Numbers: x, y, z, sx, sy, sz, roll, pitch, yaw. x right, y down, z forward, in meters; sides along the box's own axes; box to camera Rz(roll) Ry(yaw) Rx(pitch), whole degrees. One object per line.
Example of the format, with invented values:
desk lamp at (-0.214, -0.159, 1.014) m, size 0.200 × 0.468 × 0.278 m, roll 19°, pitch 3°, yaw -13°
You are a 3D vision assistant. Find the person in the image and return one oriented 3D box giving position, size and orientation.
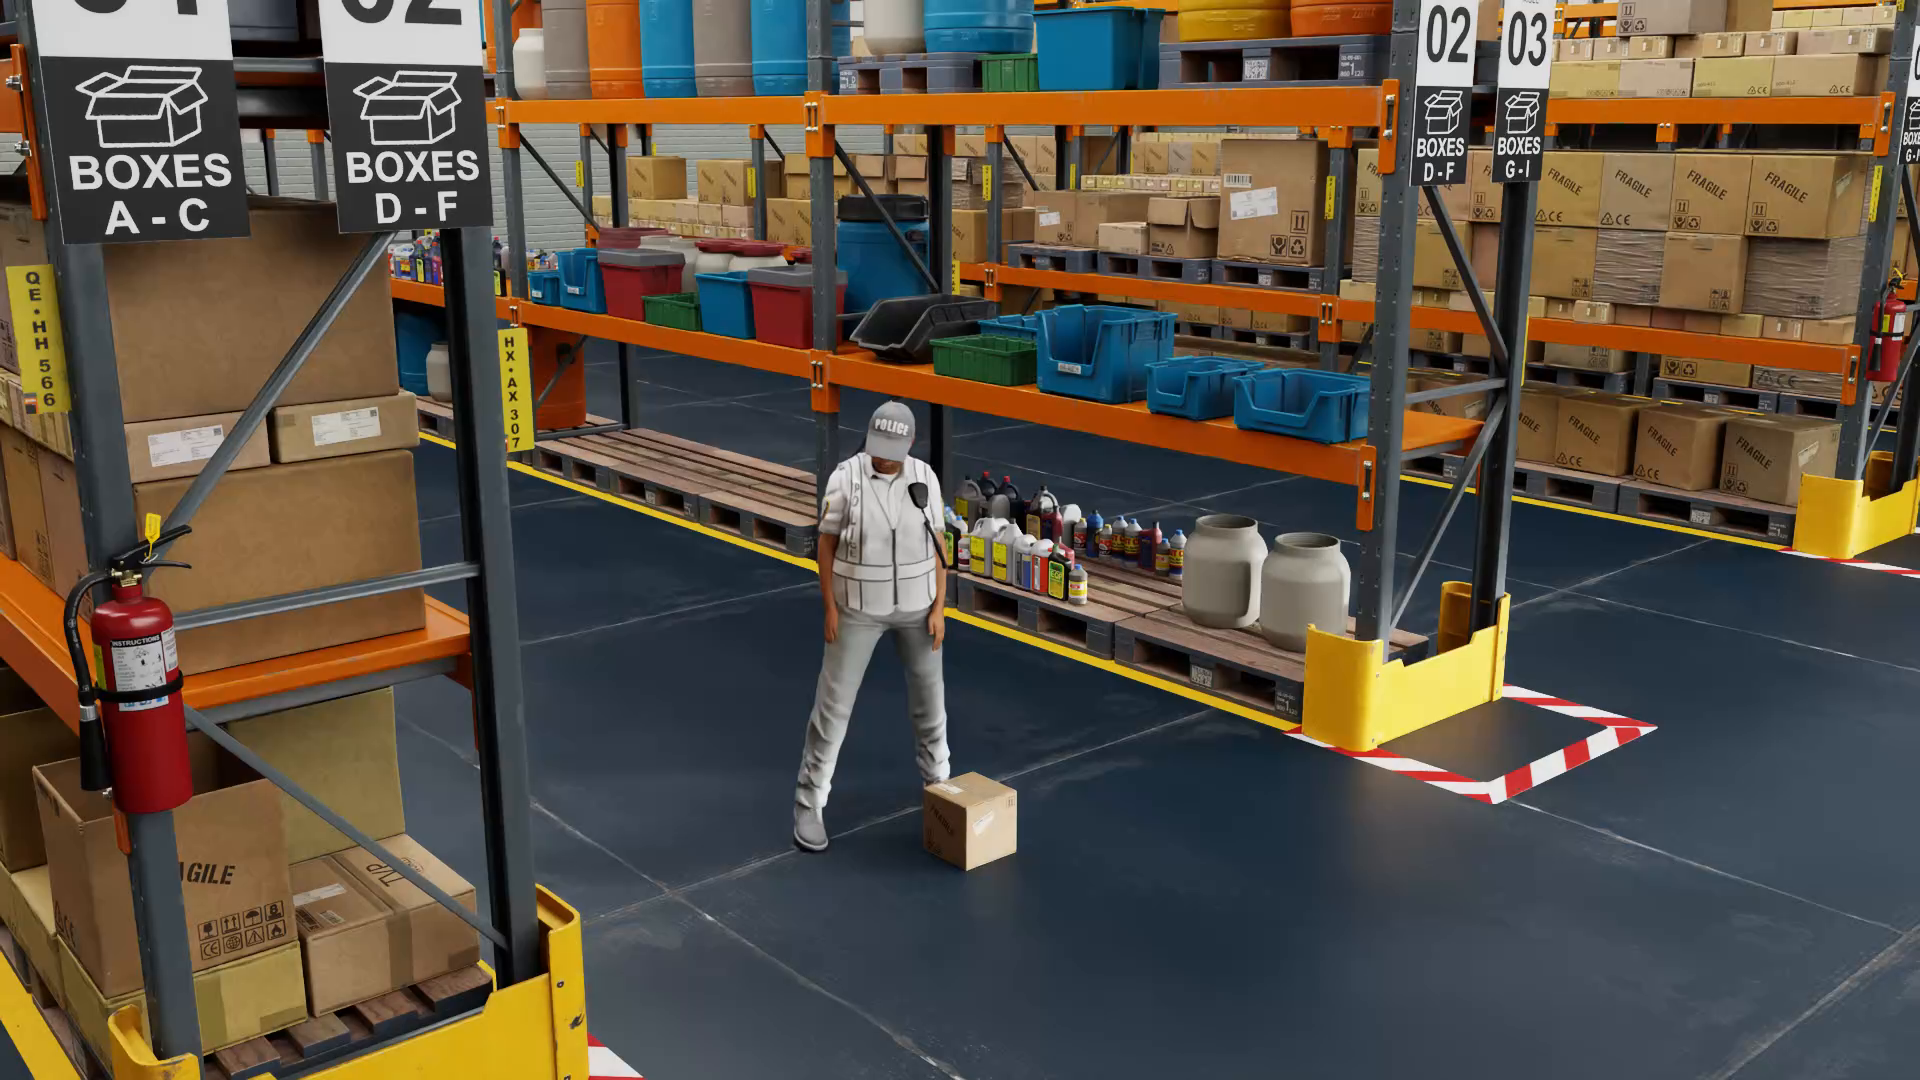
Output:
person at (-0.337, 0.293, 6.349) m, size 0.702 × 1.653 × 0.499 m, roll -4°, pitch 15°, yaw -16°
